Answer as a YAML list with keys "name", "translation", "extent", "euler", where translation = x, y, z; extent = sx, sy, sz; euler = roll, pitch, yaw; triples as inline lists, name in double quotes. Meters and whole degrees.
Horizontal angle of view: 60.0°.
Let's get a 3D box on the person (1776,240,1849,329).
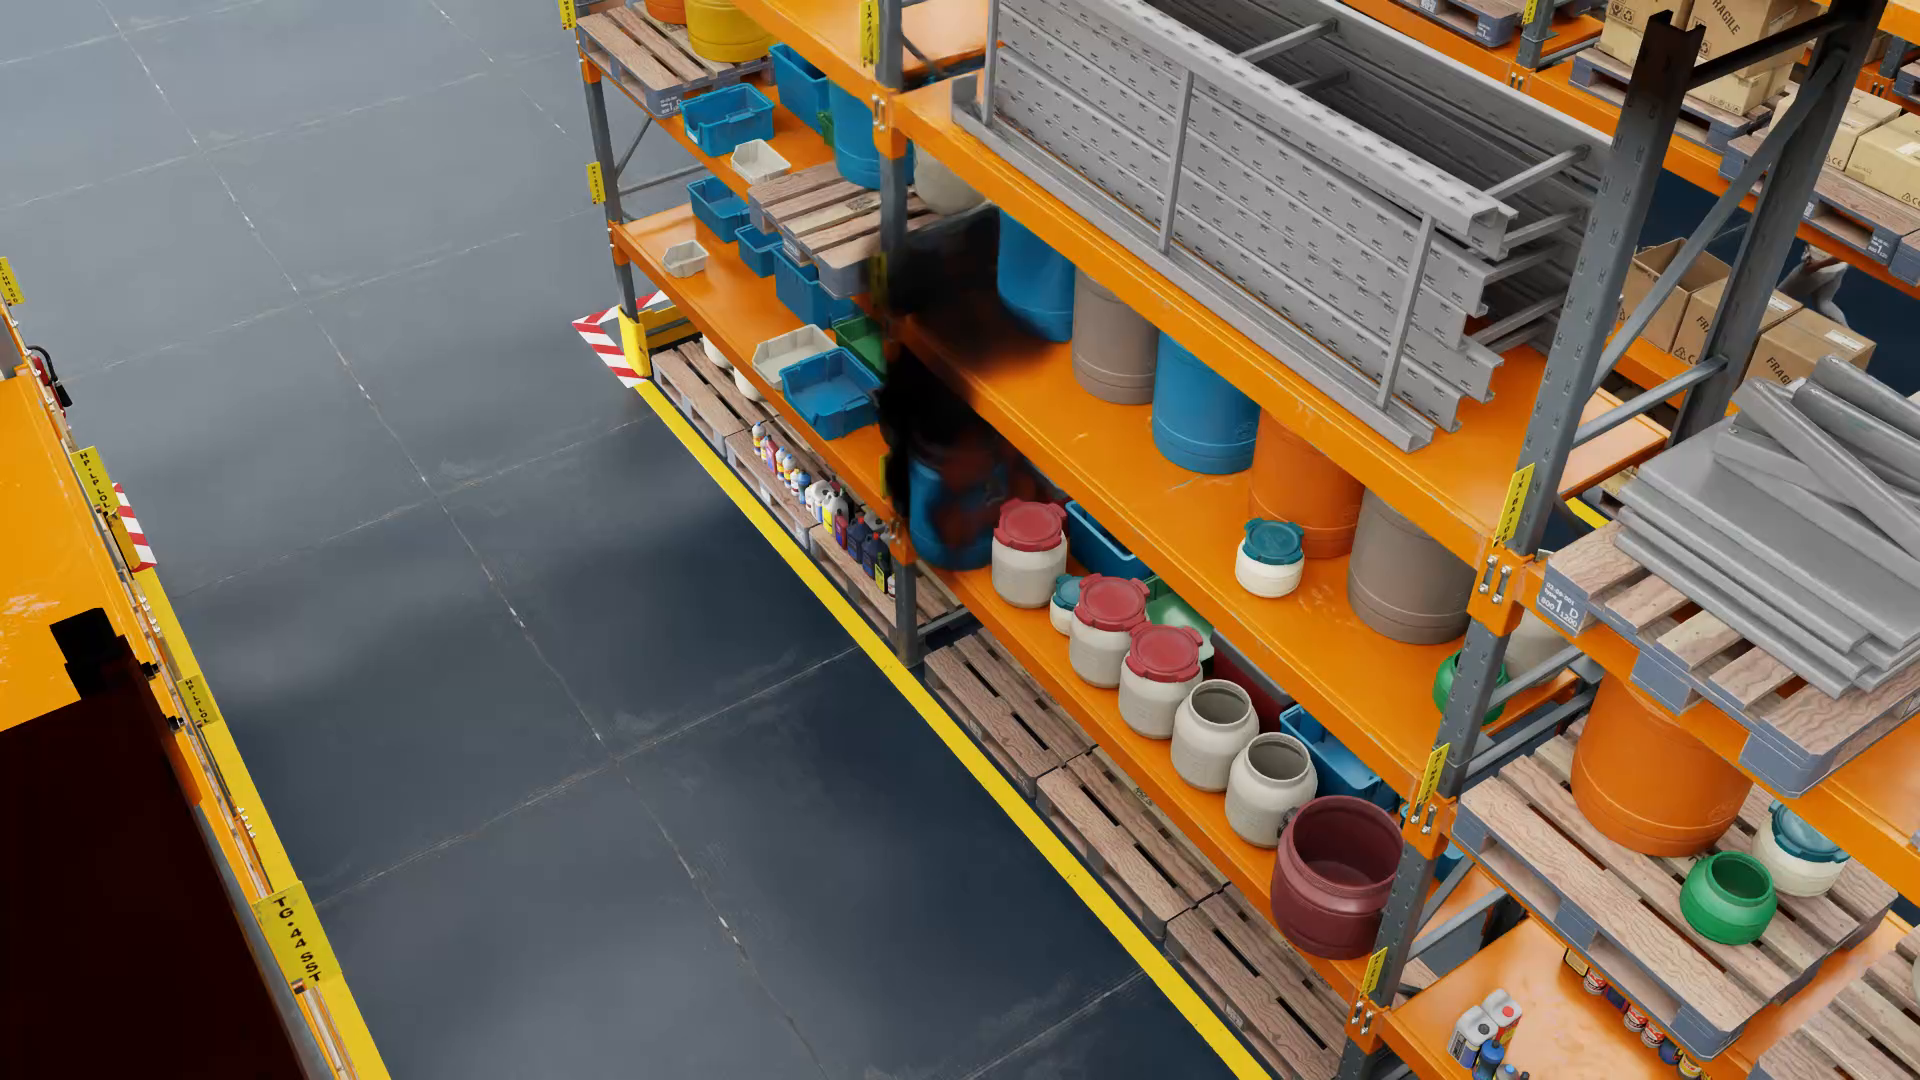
- name: "person"
  translation: [6.640, -2.110, 12.776]
  extent: [0.573, 1.680, 0.938]
  euler: [-30, 51, -29]
